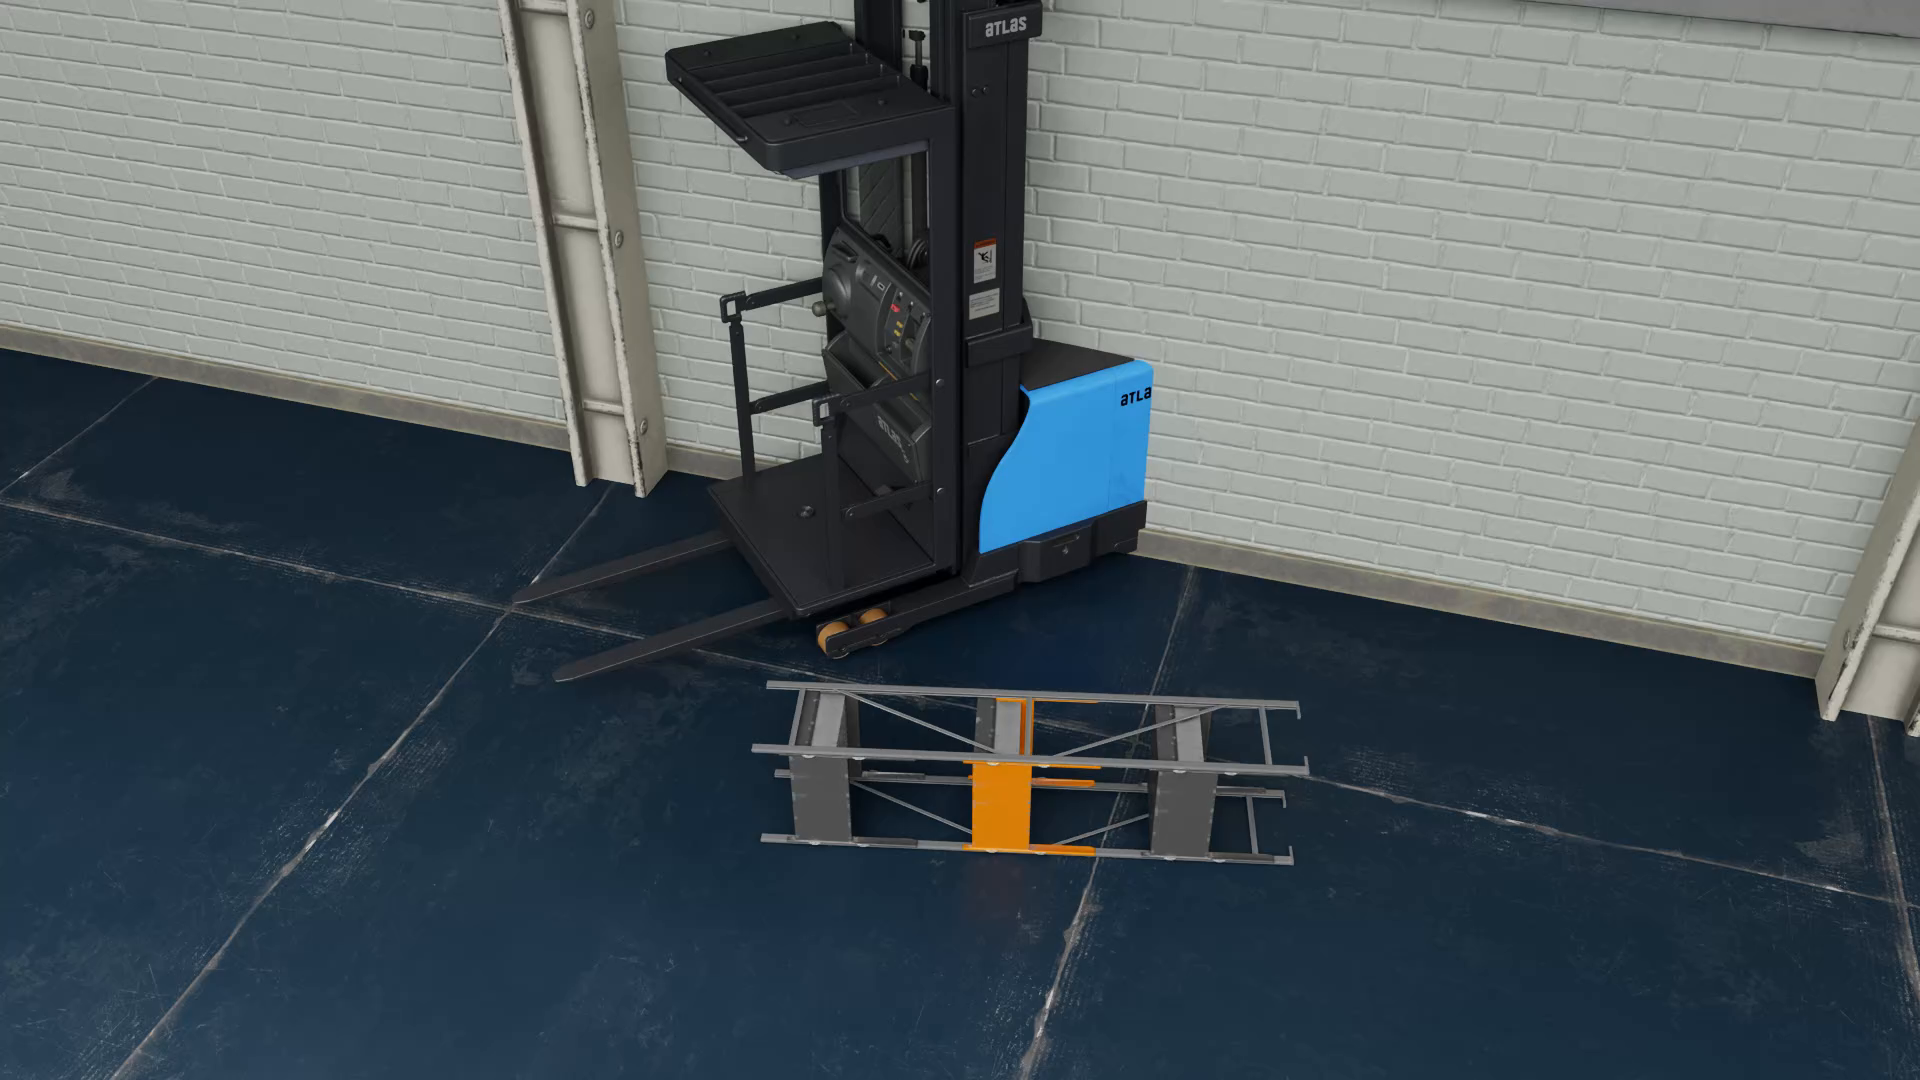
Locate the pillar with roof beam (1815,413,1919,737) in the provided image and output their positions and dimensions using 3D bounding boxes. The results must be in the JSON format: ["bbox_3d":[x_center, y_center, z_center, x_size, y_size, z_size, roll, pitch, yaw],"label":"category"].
[{"bbox_3d":[2.681,-0.467,1.293,0.400,9.000,9.100,10,38,14],"label":"pillar with roof beam"}]

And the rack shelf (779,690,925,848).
[{"bbox_3d":[-0.416,0.893,6.601,0.518,0.480,0.431,2,36,3],"label":"rack shelf"}]

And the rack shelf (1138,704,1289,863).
[{"bbox_3d":[0.982,0.941,6.535,0.518,0.480,0.431,2,36,3],"label":"rack shelf"}]

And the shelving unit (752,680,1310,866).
[{"bbox_3d":[0.269,0.917,6.569,2.100,0.503,0.431,2,36,3],"label":"shelving unit"}]

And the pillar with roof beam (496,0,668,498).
[{"bbox_3d":[-3.046,-1.528,2.734,0.400,9.000,9.100,10,38,14],"label":"pillar with roof beam"}]

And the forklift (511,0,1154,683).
[{"bbox_3d":[-0.547,-1.003,7.140,3.031,2.935,1.130,-18,40,-23],"label":"forklift"}]

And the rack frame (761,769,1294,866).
[{"bbox_3d":[0.269,1.113,6.714,2.100,0.015,0.400,2,36,3],"label":"rack frame"}]

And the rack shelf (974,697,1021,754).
[{"bbox_3d":[0.146,0.912,6.575,0.174,0.457,0.368,2,36,3],"label":"rack shelf"}]

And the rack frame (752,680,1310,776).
[{"bbox_3d":[0.269,0.720,6.424,2.100,0.015,0.400,2,36,3],"label":"rack frame"}]
